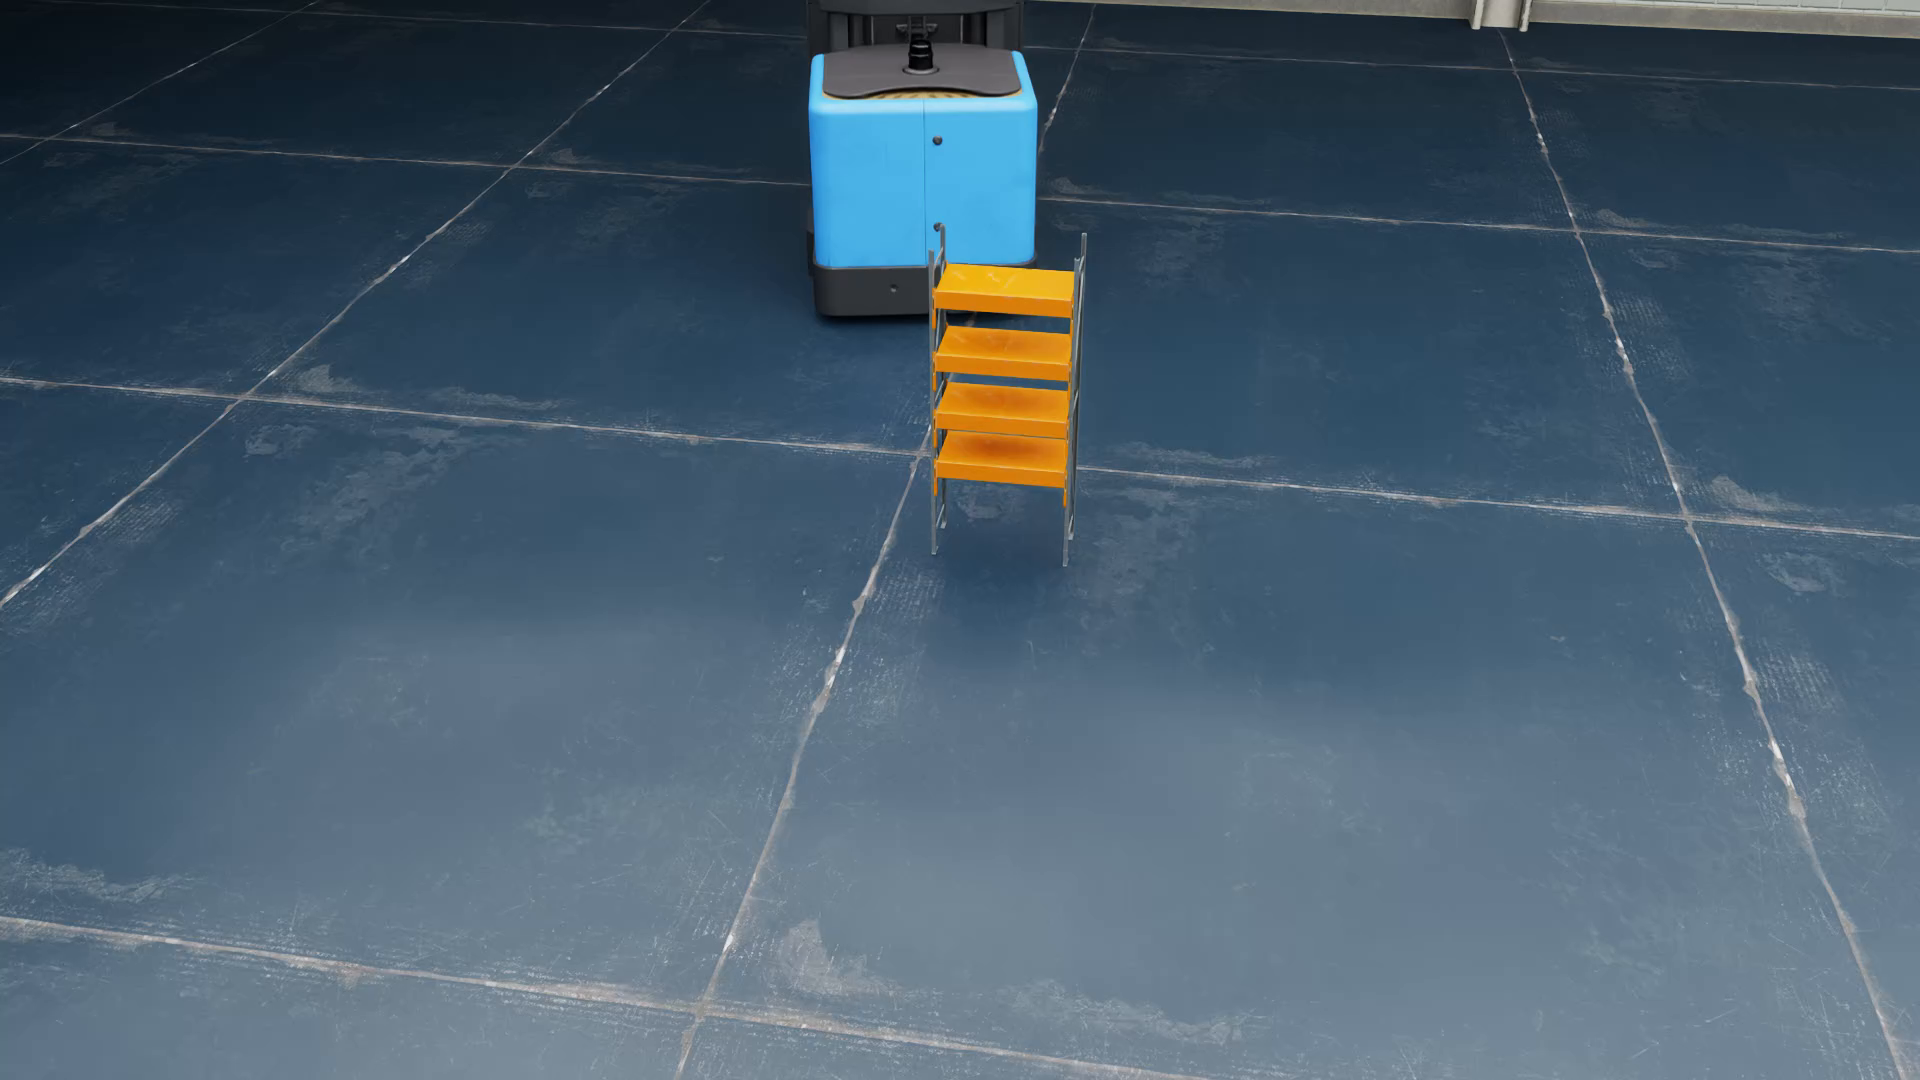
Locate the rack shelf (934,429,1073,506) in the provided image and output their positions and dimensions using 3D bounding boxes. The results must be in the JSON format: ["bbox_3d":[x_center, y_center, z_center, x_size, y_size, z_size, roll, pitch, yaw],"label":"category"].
[{"bbox_3d":[0.163,-0.268,6.049,0.480,0.148,0.258,5,32,8],"label":"rack shelf"}]

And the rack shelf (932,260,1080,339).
[{"bbox_3d":[0.163,-0.827,5.700,0.480,0.148,0.258,5,32,8],"label":"rack shelf"}]

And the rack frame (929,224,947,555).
[{"bbox_3d":[-0.077,-0.516,5.943,0.015,1.200,0.240,5,32,8],"label":"rack frame"}]

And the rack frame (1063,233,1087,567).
[{"bbox_3d":[0.404,-0.472,5.873,0.015,1.200,0.240,5,32,8],"label":"rack frame"}]

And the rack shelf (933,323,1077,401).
[{"bbox_3d":[0.163,-0.626,5.825,0.480,0.148,0.258,5,32,8],"label":"rack shelf"}]

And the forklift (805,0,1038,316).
[{"bbox_3d":[-0.241,-3.045,8.352,1.130,2.935,3.031,-2,32,-3],"label":"forklift"}]

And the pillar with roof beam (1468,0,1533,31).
[{"bbox_3d":[3.277,-5.400,6.396,0.400,9.000,9.100,5,32,8],"label":"pillar with roof beam"}]

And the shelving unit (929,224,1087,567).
[{"bbox_3d":[0.163,-0.494,5.908,0.503,1.200,0.258,5,32,8],"label":"shelving unit"}]

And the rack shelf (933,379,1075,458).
[{"bbox_3d":[0.163,-0.437,5.944,0.480,0.148,0.258,5,32,8],"label":"rack shelf"}]
